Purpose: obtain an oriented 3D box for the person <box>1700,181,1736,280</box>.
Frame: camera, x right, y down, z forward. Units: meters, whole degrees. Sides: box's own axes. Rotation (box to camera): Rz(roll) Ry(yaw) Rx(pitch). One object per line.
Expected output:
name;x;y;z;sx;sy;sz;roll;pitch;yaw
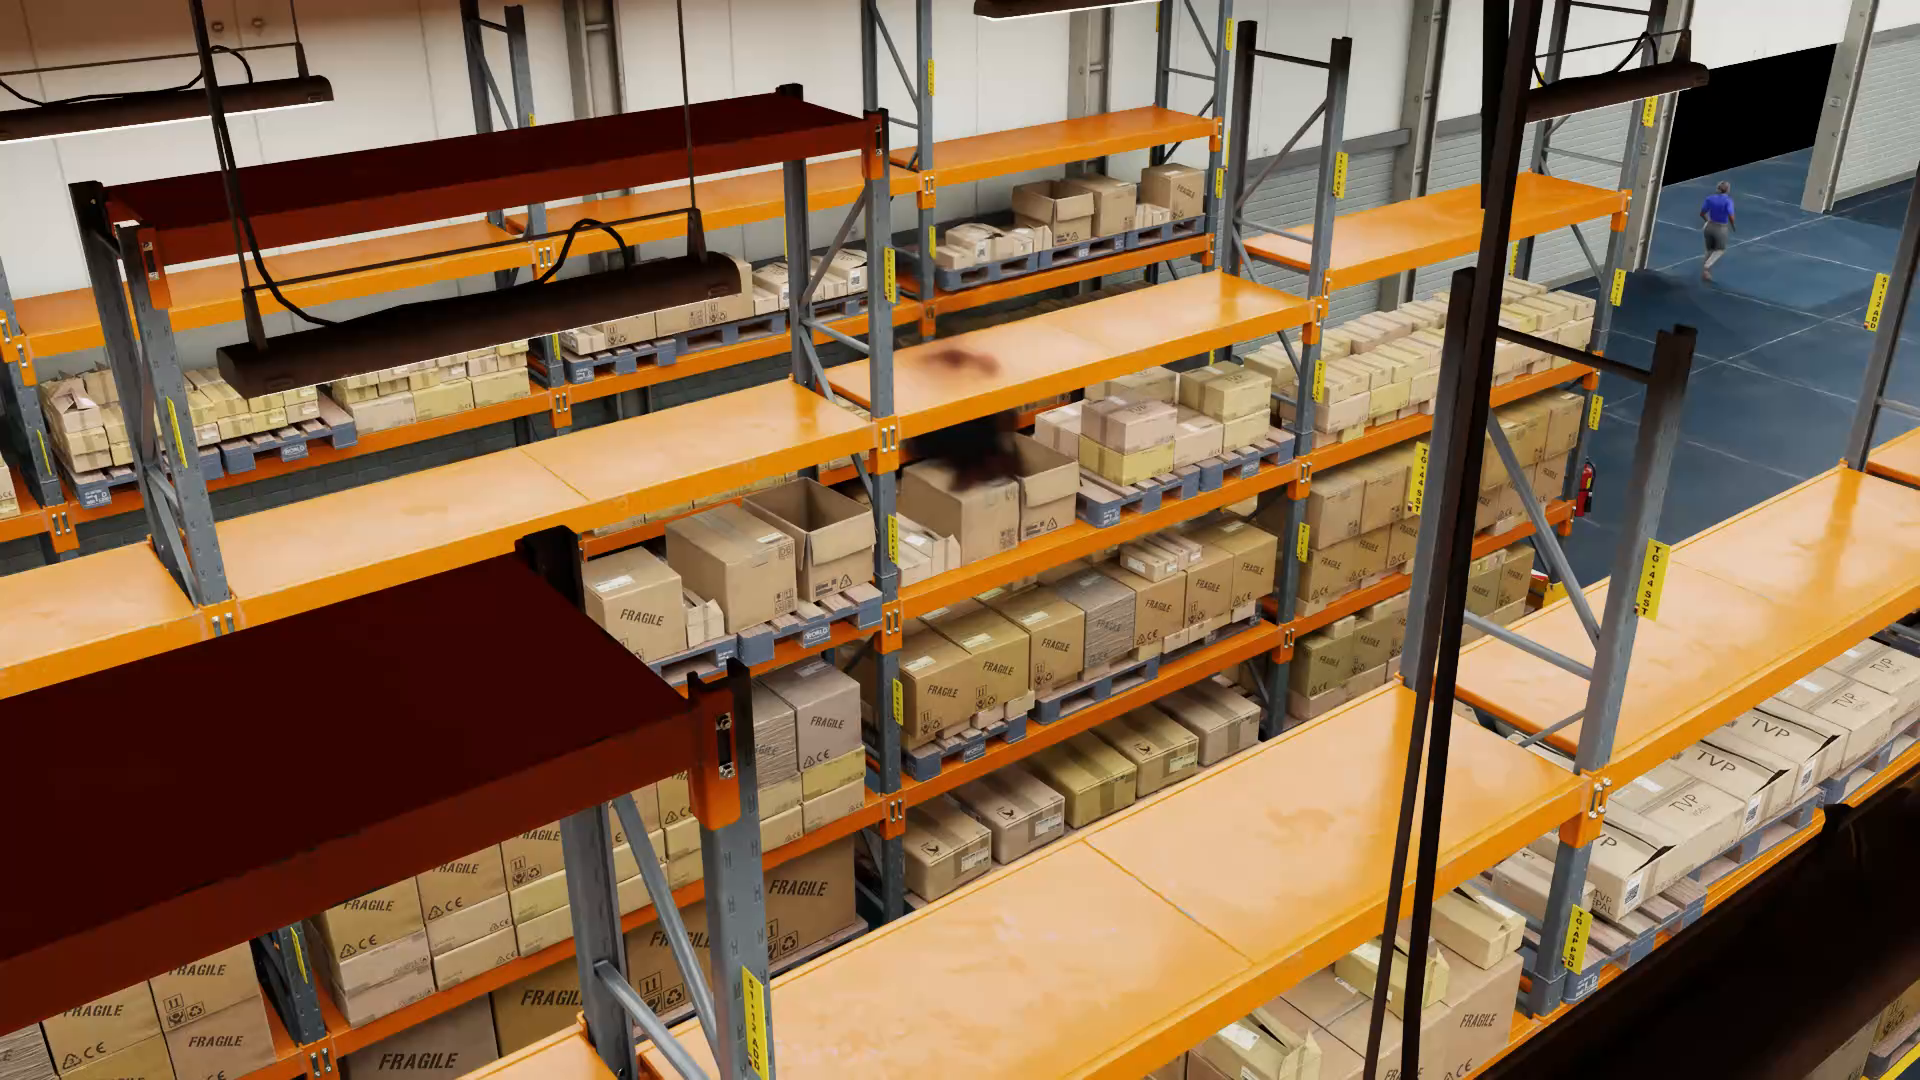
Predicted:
person;11.938;-4.870;26.242;0.510;1.617;0.570;-22;34;-38
